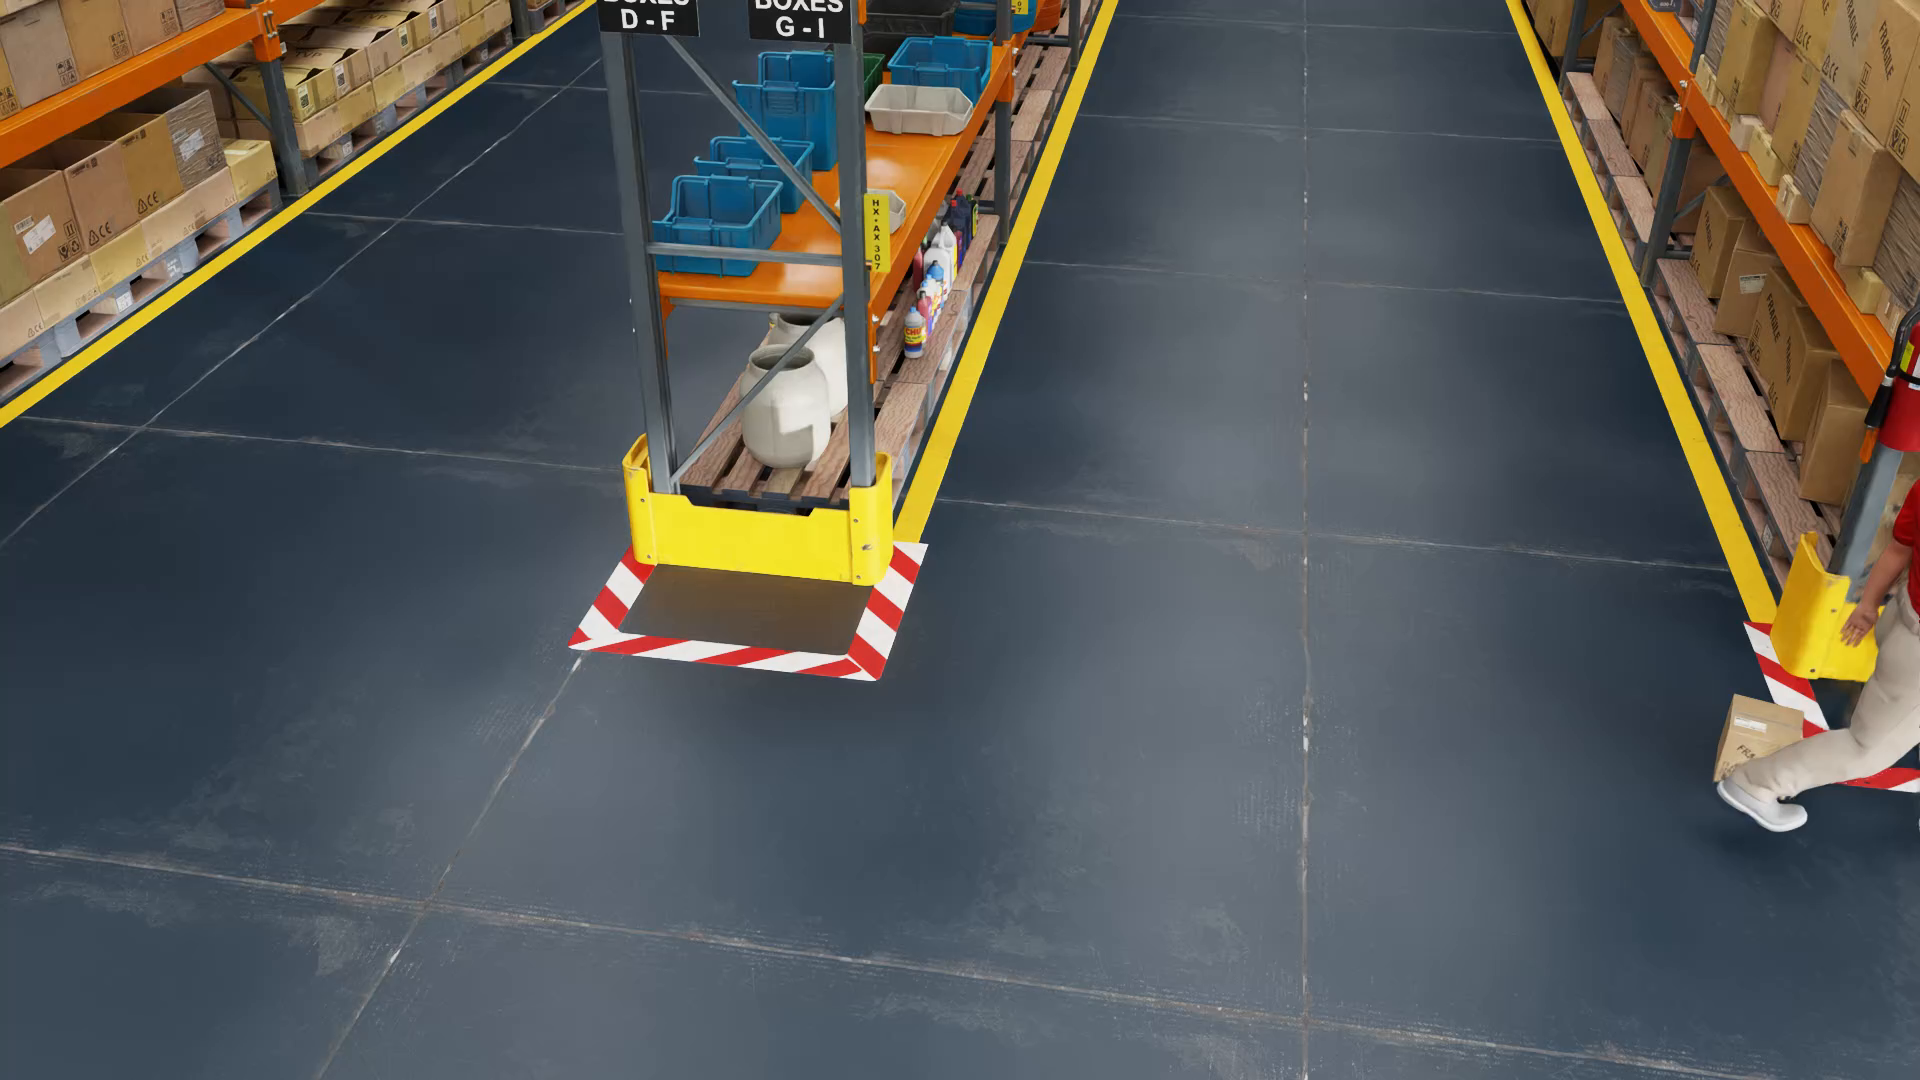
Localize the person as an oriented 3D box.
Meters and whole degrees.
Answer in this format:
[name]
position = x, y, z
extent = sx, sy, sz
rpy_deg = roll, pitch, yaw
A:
[person]
position = 3.267, 0.358, 5.590
extent = 1.051, 1.673, 0.562
rpy_deg = 10, 34, 16
